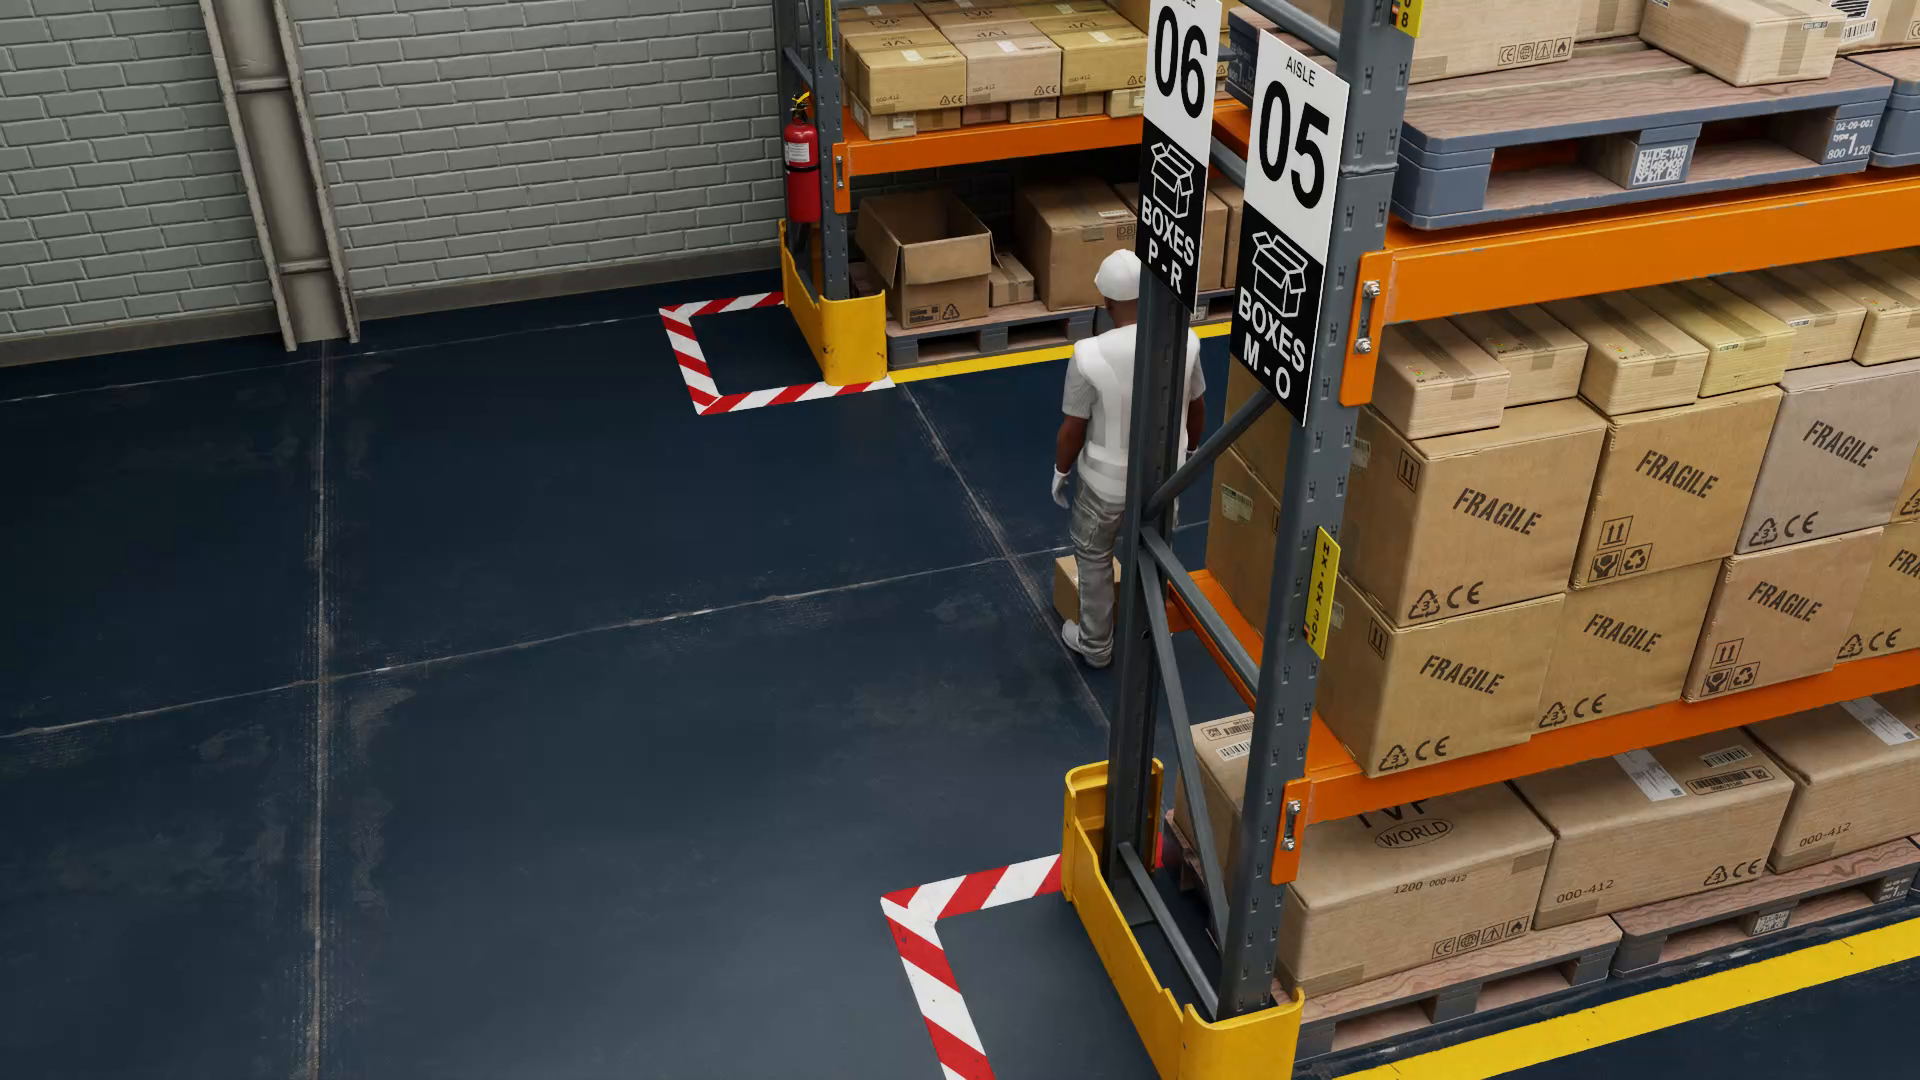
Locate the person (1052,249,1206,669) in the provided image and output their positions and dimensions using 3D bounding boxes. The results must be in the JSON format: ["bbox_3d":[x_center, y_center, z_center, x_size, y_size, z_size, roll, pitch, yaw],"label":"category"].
[{"bbox_3d":[0.659,-0.289,6.566,0.617,1.774,0.449,-10,35,-14],"label":"person"}]
